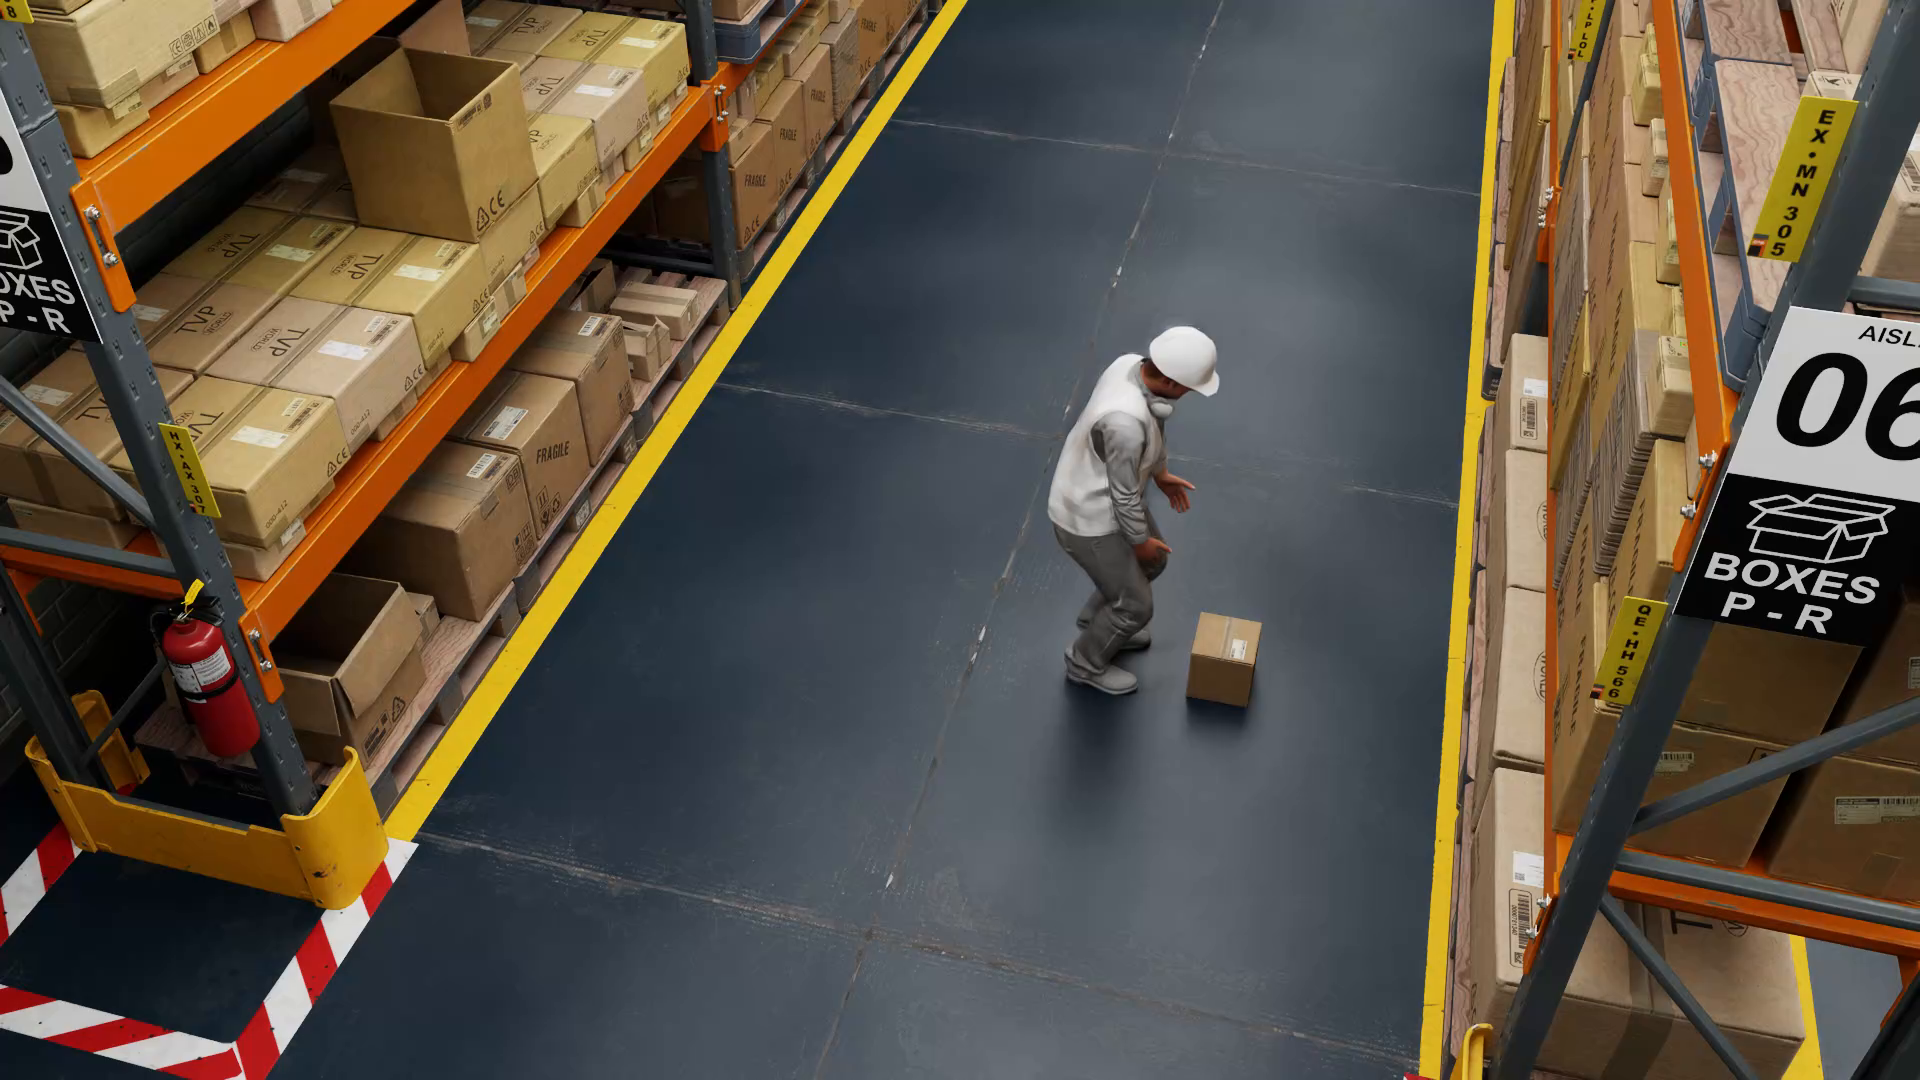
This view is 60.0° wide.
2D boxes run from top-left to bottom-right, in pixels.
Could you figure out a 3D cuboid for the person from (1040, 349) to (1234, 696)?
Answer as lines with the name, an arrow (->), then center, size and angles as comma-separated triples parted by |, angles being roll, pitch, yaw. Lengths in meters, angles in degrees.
person -> 0.662, -0.106, 6.432 | 0.671, 1.559, 0.588 | 10, 42, 12
